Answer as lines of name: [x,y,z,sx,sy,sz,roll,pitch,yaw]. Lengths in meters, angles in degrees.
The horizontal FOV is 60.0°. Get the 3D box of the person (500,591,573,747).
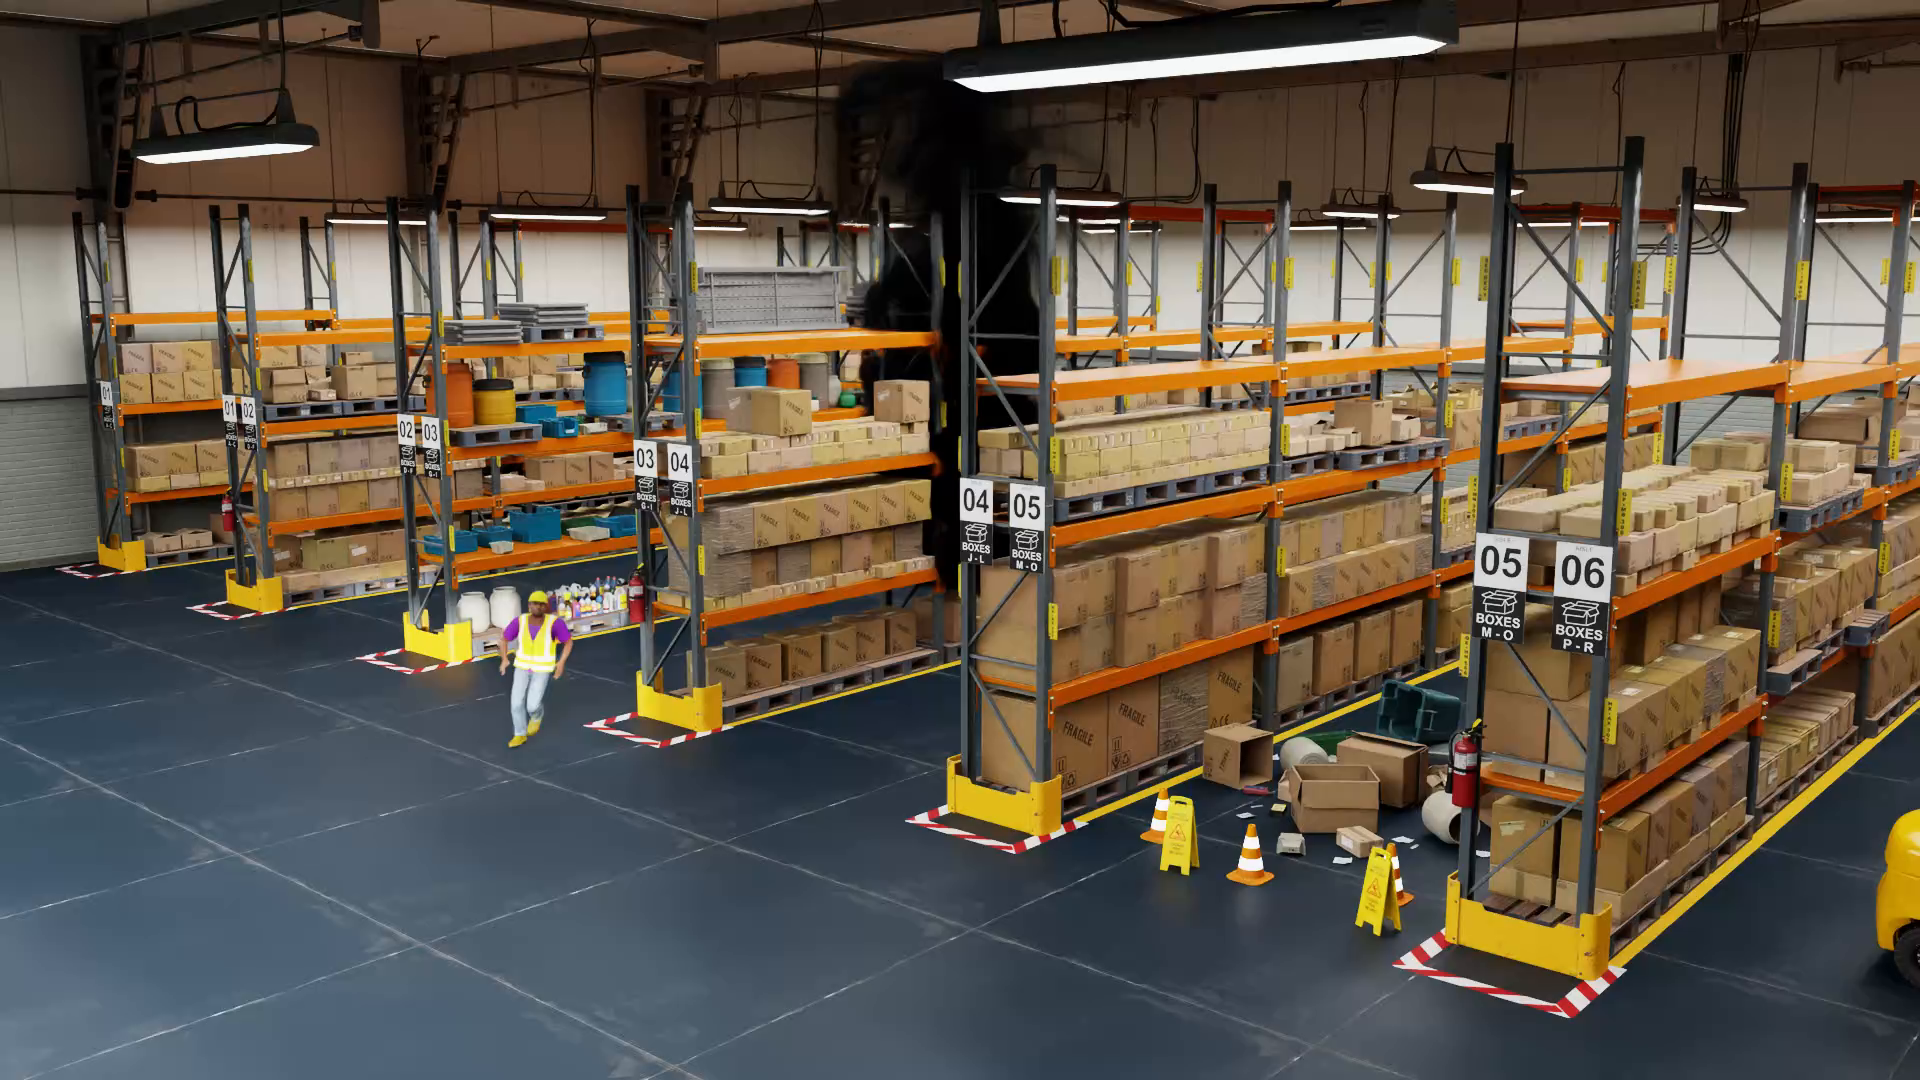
person: [-4.576,1.380,17.889,0.756,1.698,0.534,0,9,1]
